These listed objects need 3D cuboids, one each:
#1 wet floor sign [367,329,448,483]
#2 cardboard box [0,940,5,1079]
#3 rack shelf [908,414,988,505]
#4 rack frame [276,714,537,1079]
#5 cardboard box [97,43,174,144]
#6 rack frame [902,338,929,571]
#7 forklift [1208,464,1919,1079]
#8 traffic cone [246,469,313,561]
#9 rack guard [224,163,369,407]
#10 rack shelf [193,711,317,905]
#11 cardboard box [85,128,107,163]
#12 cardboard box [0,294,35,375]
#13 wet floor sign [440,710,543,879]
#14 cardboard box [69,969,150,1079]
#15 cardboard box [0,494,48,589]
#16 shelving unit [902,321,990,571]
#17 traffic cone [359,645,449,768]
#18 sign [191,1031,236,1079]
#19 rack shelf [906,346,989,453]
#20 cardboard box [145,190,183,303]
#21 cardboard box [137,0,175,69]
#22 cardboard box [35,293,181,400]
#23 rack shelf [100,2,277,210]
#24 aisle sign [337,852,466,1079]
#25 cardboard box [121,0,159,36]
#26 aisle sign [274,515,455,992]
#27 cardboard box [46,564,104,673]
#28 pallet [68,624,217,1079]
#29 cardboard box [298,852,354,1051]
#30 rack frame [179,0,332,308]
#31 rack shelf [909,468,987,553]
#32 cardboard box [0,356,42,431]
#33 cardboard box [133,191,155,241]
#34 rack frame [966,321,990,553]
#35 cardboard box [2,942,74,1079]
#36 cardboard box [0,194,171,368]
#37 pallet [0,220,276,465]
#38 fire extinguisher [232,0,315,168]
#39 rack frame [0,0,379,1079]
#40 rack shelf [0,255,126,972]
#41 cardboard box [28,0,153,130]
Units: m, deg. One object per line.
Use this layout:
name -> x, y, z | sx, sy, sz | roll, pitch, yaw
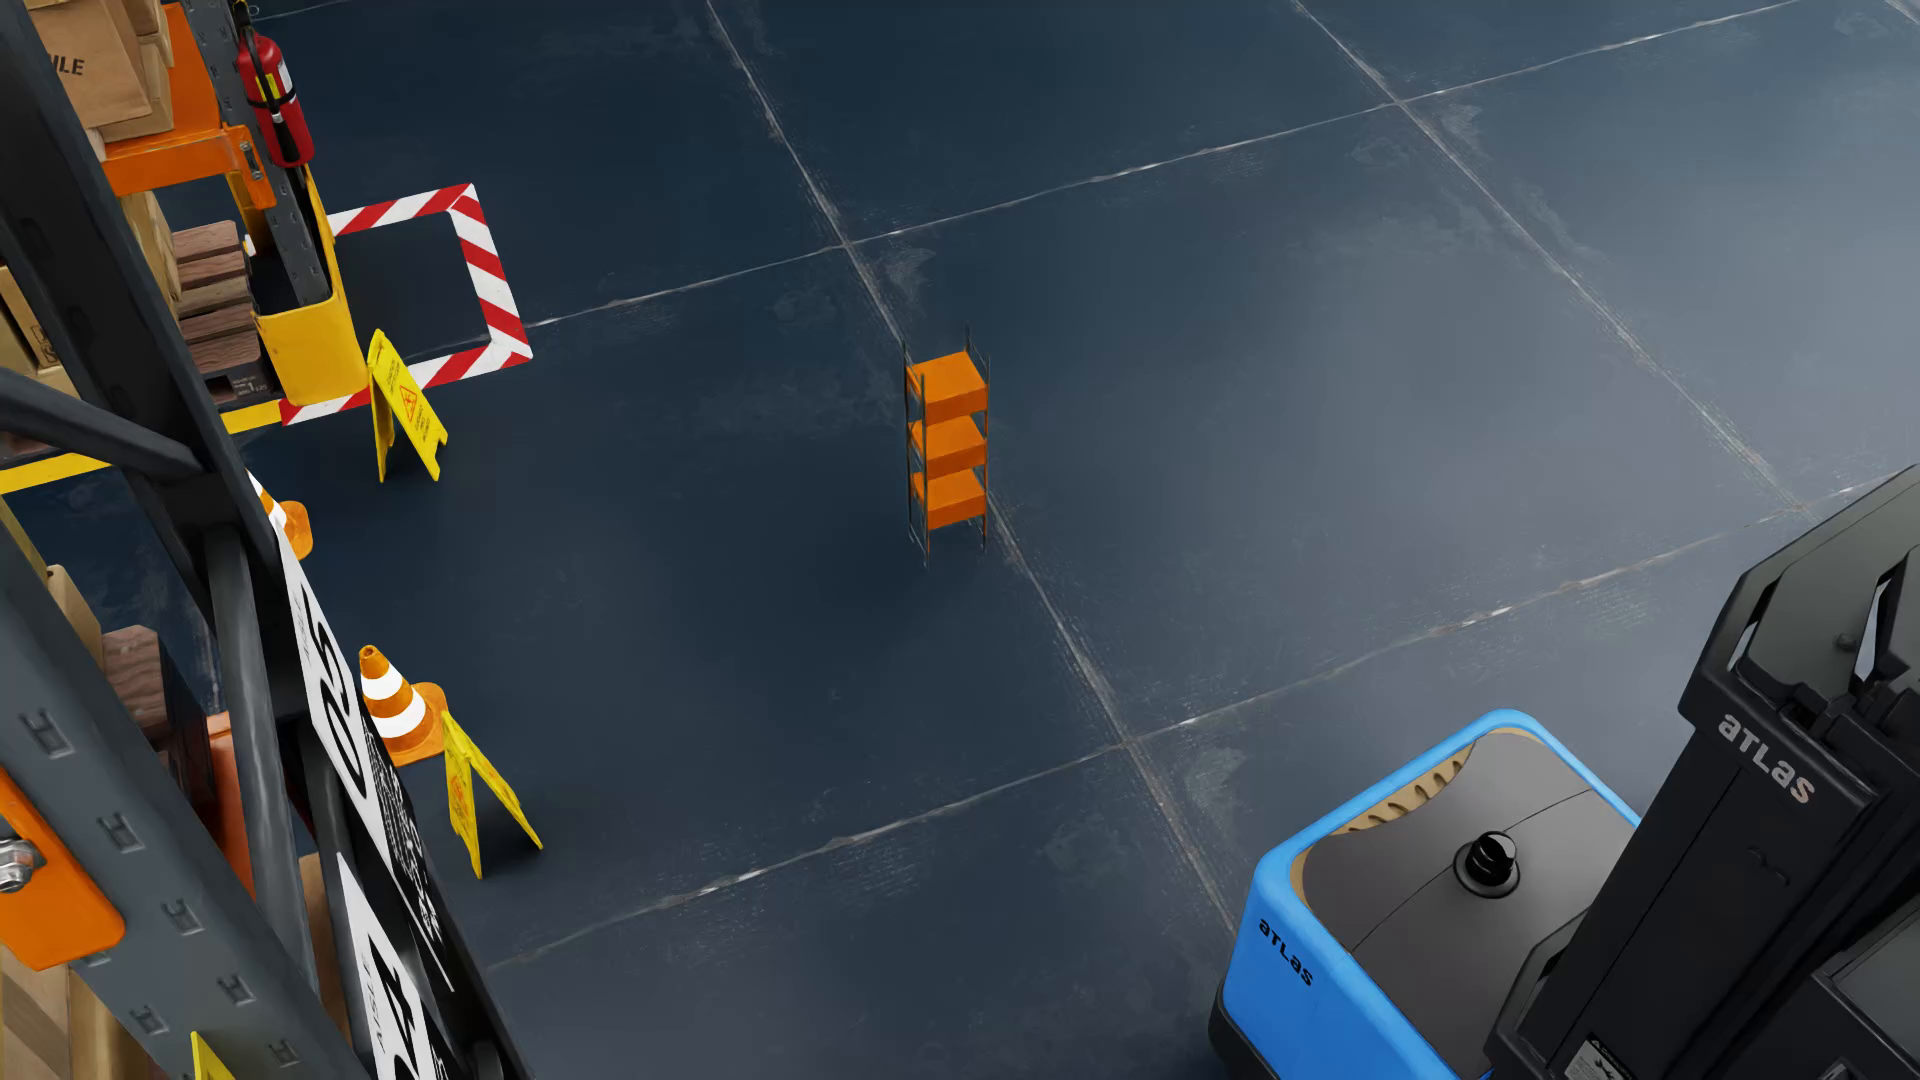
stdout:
wet floor sign -> -2.256, -0.547, 6.635 | 0.232, 0.644, 0.267 | -2, 49, -1
cardboard box -> -1.055, 0.447, 1.550 | 0.250, 0.149, 0.380 | -17, 51, -14
rack shelf -> -0.050, -0.320, 6.187 | 0.240, 0.259, 0.215 | -17, 52, -14
rack frame -> -0.871, 1.437, 3.380 | 0.127, 3.000, 1.000 | -17, 52, -14
cardboard box -> -3.102, -1.672, 6.215 | 0.250, 0.149, 0.380 | -16, 51, -13
rack frame -> -0.162, -0.292, 6.149 | 0.008, 1.050, 0.200 | -17, 52, -14
forklift -> 2.004, 1.342, 3.507 | 1.130, 2.935, 3.031 | -27, 54, -21
traffic cone -> -2.747, -0.155, 6.419 | 0.334, 0.463, 0.336 | -17, 52, -14
rack guard -> -2.907, -1.175, 7.270 | 0.348, 0.500, 1.175 | -17, 52, -14
rack shelf -> -2.723, 1.267, 2.022 | 4.000, 0.370, 1.077 | -17, 52, -14
cardboard box -> -3.294, -1.521, 6.085 | 0.250, 0.149, 0.380 | -18, 52, -15
cardboard box -> -3.961, -0.931, 6.455 | 0.500, 0.500, 0.500 | -15, 51, -13
wet floor sign -> -1.593, 0.805, 5.474 | 0.232, 0.644, 0.267 | -26, 54, -20
cardboard box -> -1.051, 0.705, 1.854 | 0.250, 0.149, 0.380 | -17, 52, -14
cardboard box -> -1.415, 0.200, 2.025 | 0.500, 0.250, 0.500 | -17, 52, -14
shelving unit -> -0.050, -0.327, 6.179 | 0.252, 1.050, 0.215 | -17, 52, -14
traffic cone -> -2.012, 0.527, 5.833 | 0.334, 0.463, 0.336 | -17, 52, -14
sign -> -0.679, 0.582, 1.605 | 0.005, 0.325, 0.100 | -17, 52, -14
rack shelf -> -0.050, -0.505, 5.972 | 0.240, 0.259, 0.215 | -17, 52, -14
cardboard box -> -3.688, -1.215, 7.192 | 0.500, 0.250, 0.500 | -18, 52, -15
cardboard box -> -3.229, -1.977, 6.477 | 0.250, 0.149, 0.380 | -17, 51, -14
cardboard box -> -3.505, -0.824, 6.857 | 0.500, 0.250, 0.500 | -17, 52, -14
rack shelf -> -4.688, -1.203, 6.121 | 4.000, 0.370, 1.077 | -17, 52, -14
aisle sign -> -0.692, 0.780, 2.230 | 0.004, 0.787, 0.394 | -17, 52, -14
cardboard box -> -3.380, -2.199, 6.240 | 0.500, 0.500, 0.500 | -18, 52, -15
aisle sign -> -0.919, 0.359, 2.592 | 0.004, 0.787, 0.394 | -17, 52, -14
cardboard box -> -1.310, 0.245, 2.249 | 0.250, 0.149, 0.380 | -17, 51, -14
pallet -> -1.554, 0.708, 2.086 | 1.213, 0.211, 1.003 | -17, 52, -14
cardboard box -> -1.229, 1.115, 2.845 | 0.550, 0.550, 0.875 | -17, 52, -14
rack frame -> -2.836, -2.011, 6.340 | 0.127, 3.000, 1.000 | -17, 52, -14
rack shelf -> -0.050, -0.139, 6.398 | 0.240, 0.259, 0.215 | -17, 52, -14
cardboard box -> -3.966, -0.688, 6.740 | 0.500, 0.250, 0.500 | -17, 51, -14
cardboard box -> -3.710, -1.452, 6.902 | 0.500, 0.500, 0.500 | -19, 52, -15
rack frame -> 0.063, -0.362, 6.209 | 0.008, 1.050, 0.200 | -17, 52, -14
cardboard box -> -1.219, 0.579, 1.700 | 0.500, 0.250, 0.500 | -17, 51, -14
cardboard box -> -3.480, -1.083, 6.585 | 0.500, 0.500, 0.500 | -17, 51, -14
pallet -> -3.672, -0.872, 7.201 | 1.213, 0.211, 1.003 | -17, 52, -14
fire extinguisher -> -2.556, -1.695, 6.120 | 0.183, 0.674, 0.296 | -17, 52, -14
rack frame -> -0.871, -0.518, 1.104 | 0.127, 3.000, 1.000 | -17, 52, -14
rack shelf -> -2.723, 0.420, 1.036 | 4.000, 0.370, 1.077 | -17, 52, -14
cardboard box -> -3.235, -1.791, 5.890 | 0.500, 0.500, 0.500 | -18, 52, -15
